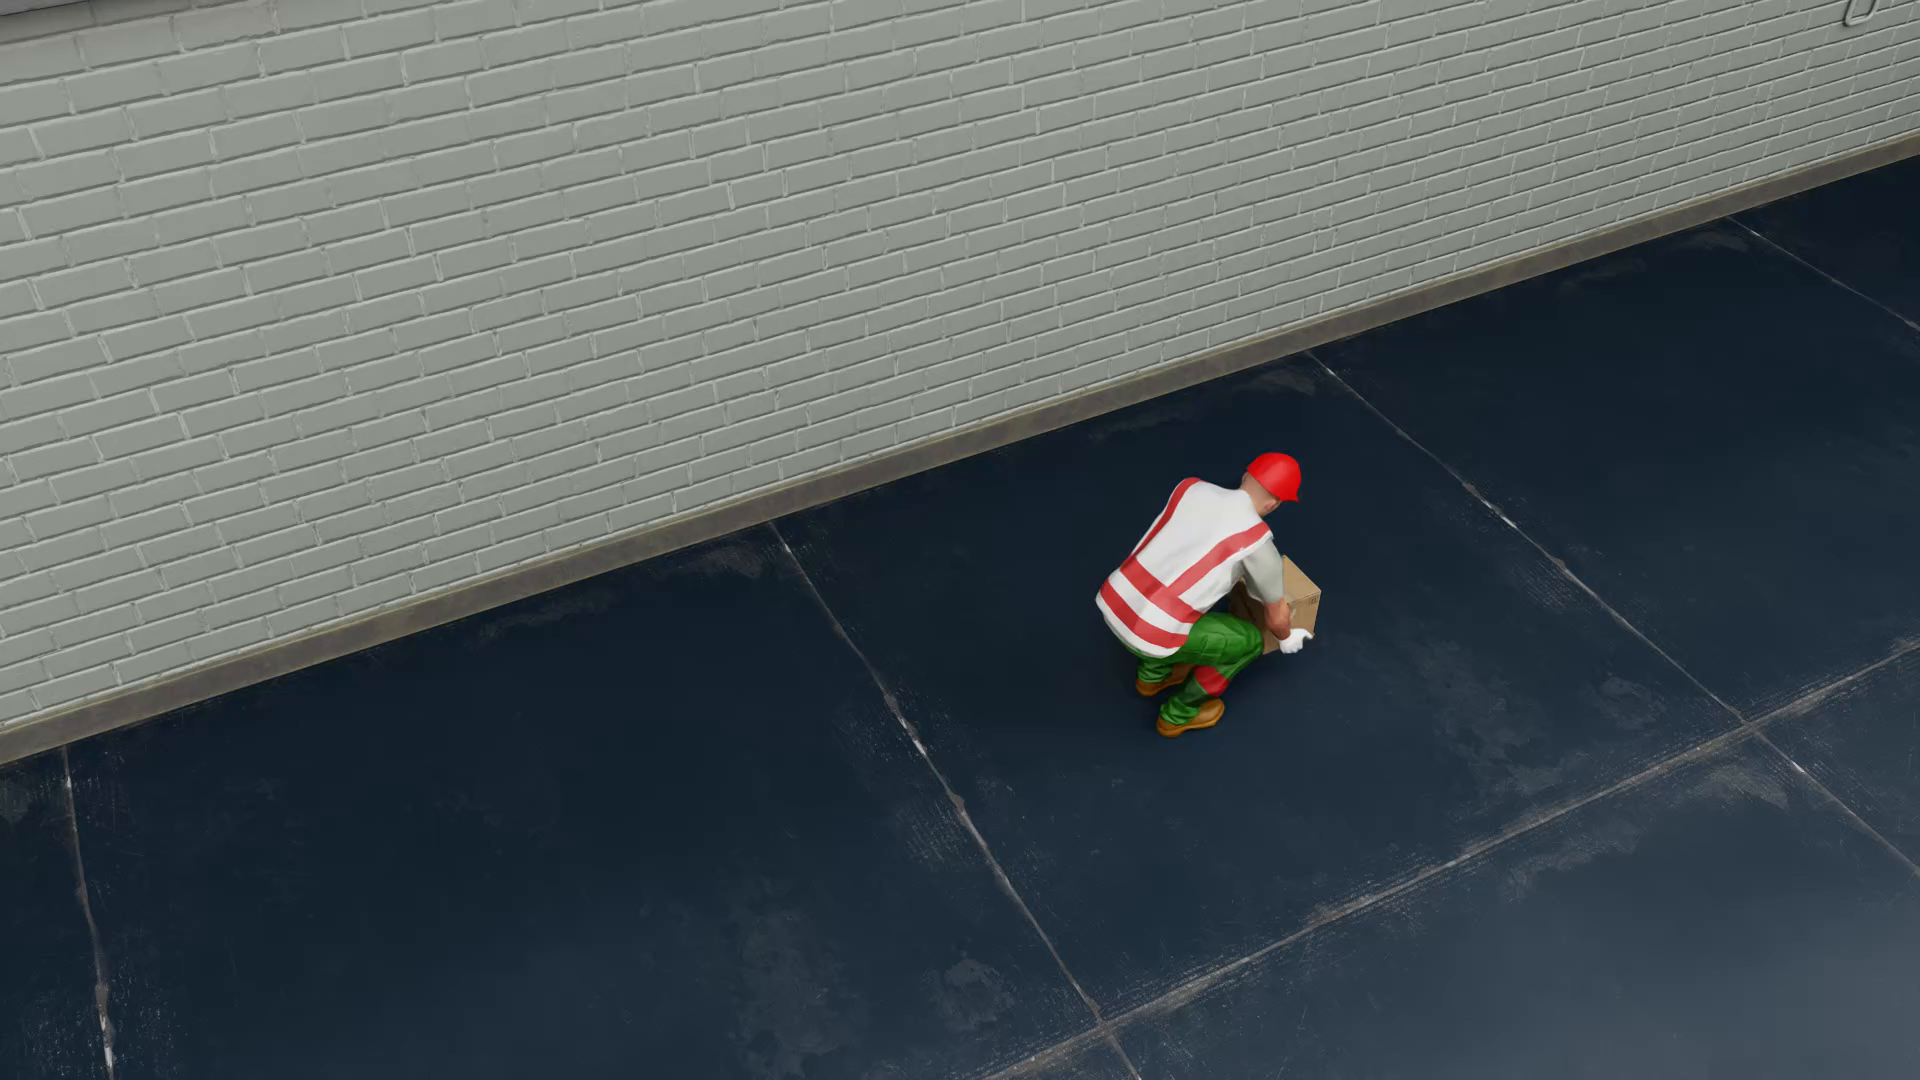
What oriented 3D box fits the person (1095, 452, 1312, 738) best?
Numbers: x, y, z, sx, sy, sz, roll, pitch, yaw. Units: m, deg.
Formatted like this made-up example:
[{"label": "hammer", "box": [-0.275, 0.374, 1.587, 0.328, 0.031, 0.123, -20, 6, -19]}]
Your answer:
[{"label": "person", "box": [0.926, 0.201, 6.458, 0.860, 1.074, 0.579, -19, 44, -21]}]
